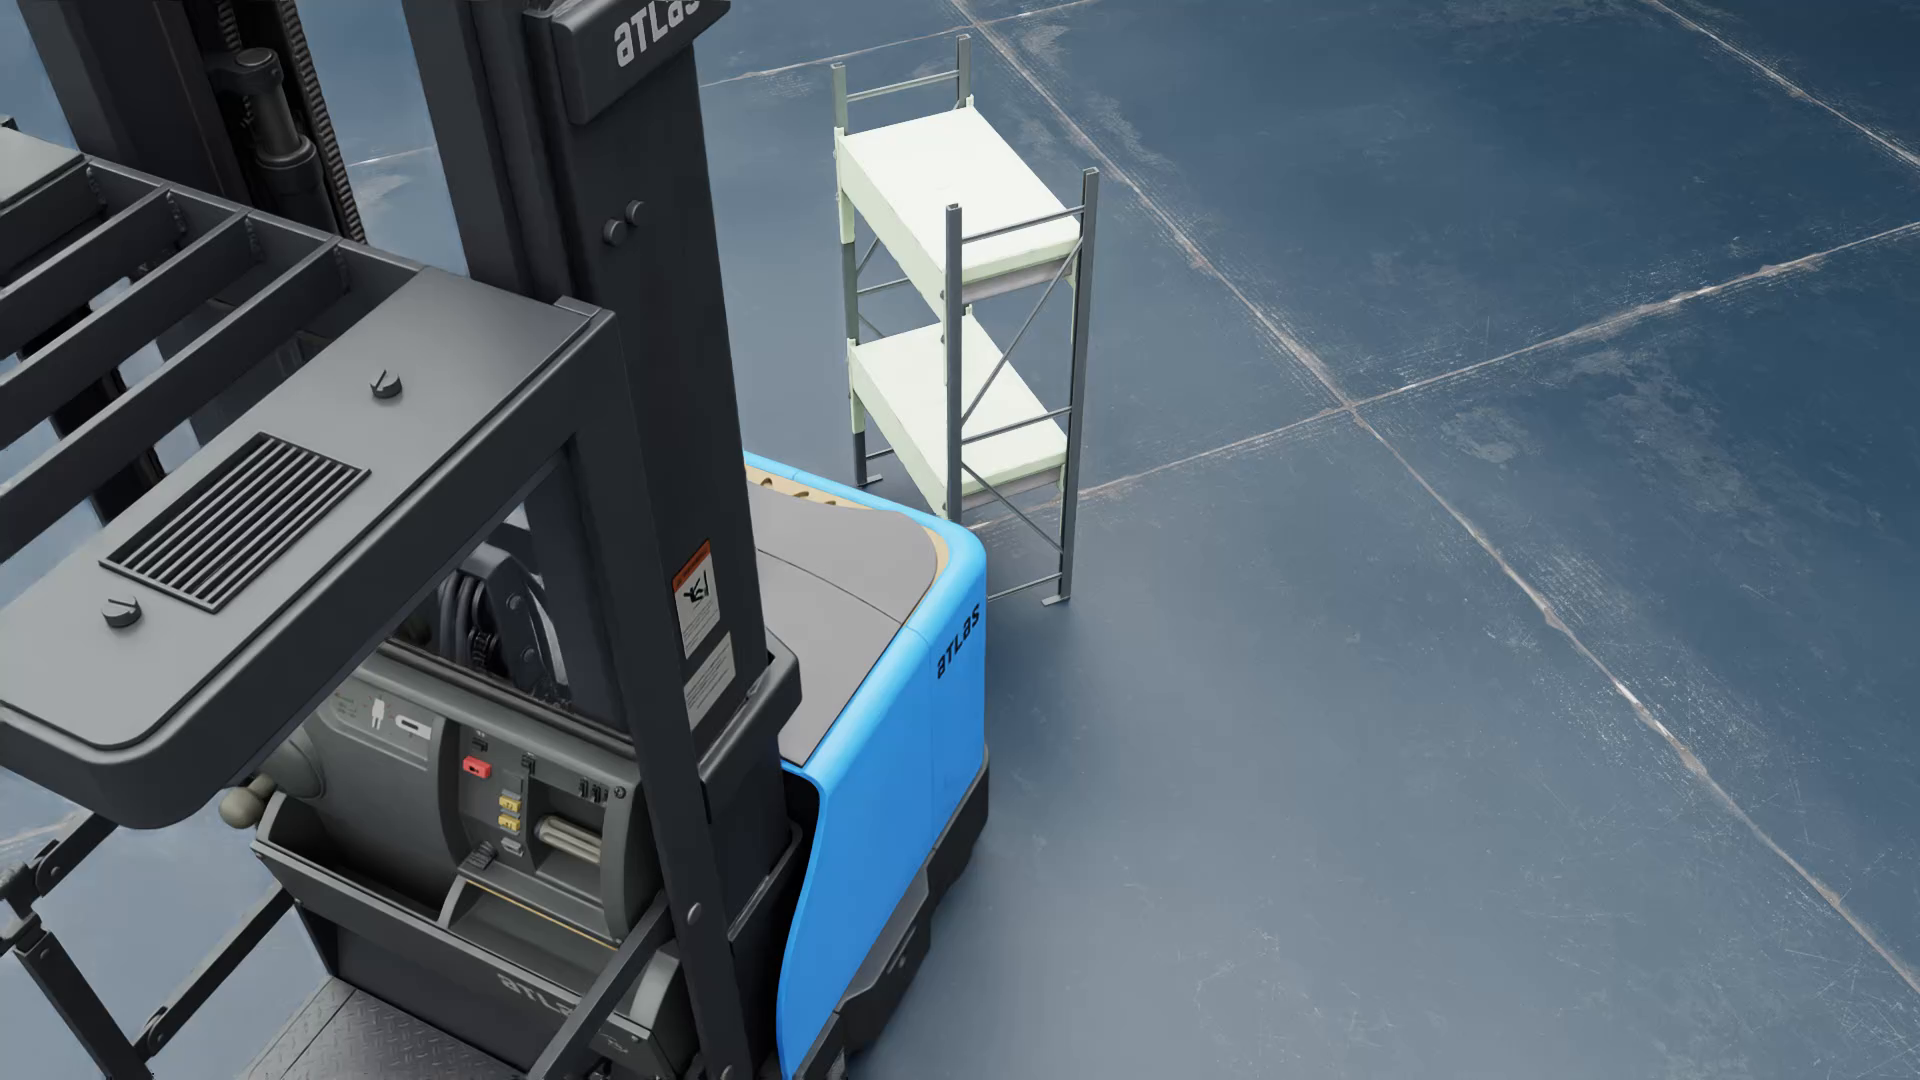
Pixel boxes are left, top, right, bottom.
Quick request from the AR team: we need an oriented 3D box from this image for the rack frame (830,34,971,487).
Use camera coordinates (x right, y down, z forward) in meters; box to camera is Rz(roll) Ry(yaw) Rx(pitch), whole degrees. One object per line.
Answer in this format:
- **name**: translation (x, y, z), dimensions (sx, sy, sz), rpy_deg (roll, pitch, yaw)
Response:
- **rack frame**: translation (-0.157, -0.771, 4.964), dimensions (0.400, 1.500, 0.023), rpy_deg (-18, 47, -17)

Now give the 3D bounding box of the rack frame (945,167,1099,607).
- **rack frame**: translation (0.151, -0.305, 4.491), dimensions (0.400, 1.500, 0.023), rpy_deg (-18, 47, -17)

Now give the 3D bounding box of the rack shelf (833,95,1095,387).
- **rack shelf**: translation (-0.003, -0.816, 4.453), dimensions (0.431, 0.370, 0.720), rpy_deg (-18, 47, -17)

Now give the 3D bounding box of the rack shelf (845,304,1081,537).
- **rack shelf**: translation (-0.003, -0.306, 4.957), dimensions (0.431, 0.370, 0.720), rpy_deg (-18, 47, -17)

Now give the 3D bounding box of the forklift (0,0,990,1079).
- **forklift**: translation (-1.031, 0.483, 2.674), dimensions (1.130, 2.935, 3.031), rpy_deg (19, 48, 18)

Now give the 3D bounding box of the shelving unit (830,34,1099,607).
- **shelving unit**: translation (-0.003, -0.538, 4.728), dimensions (0.431, 1.500, 0.755), rpy_deg (-18, 47, -17)
